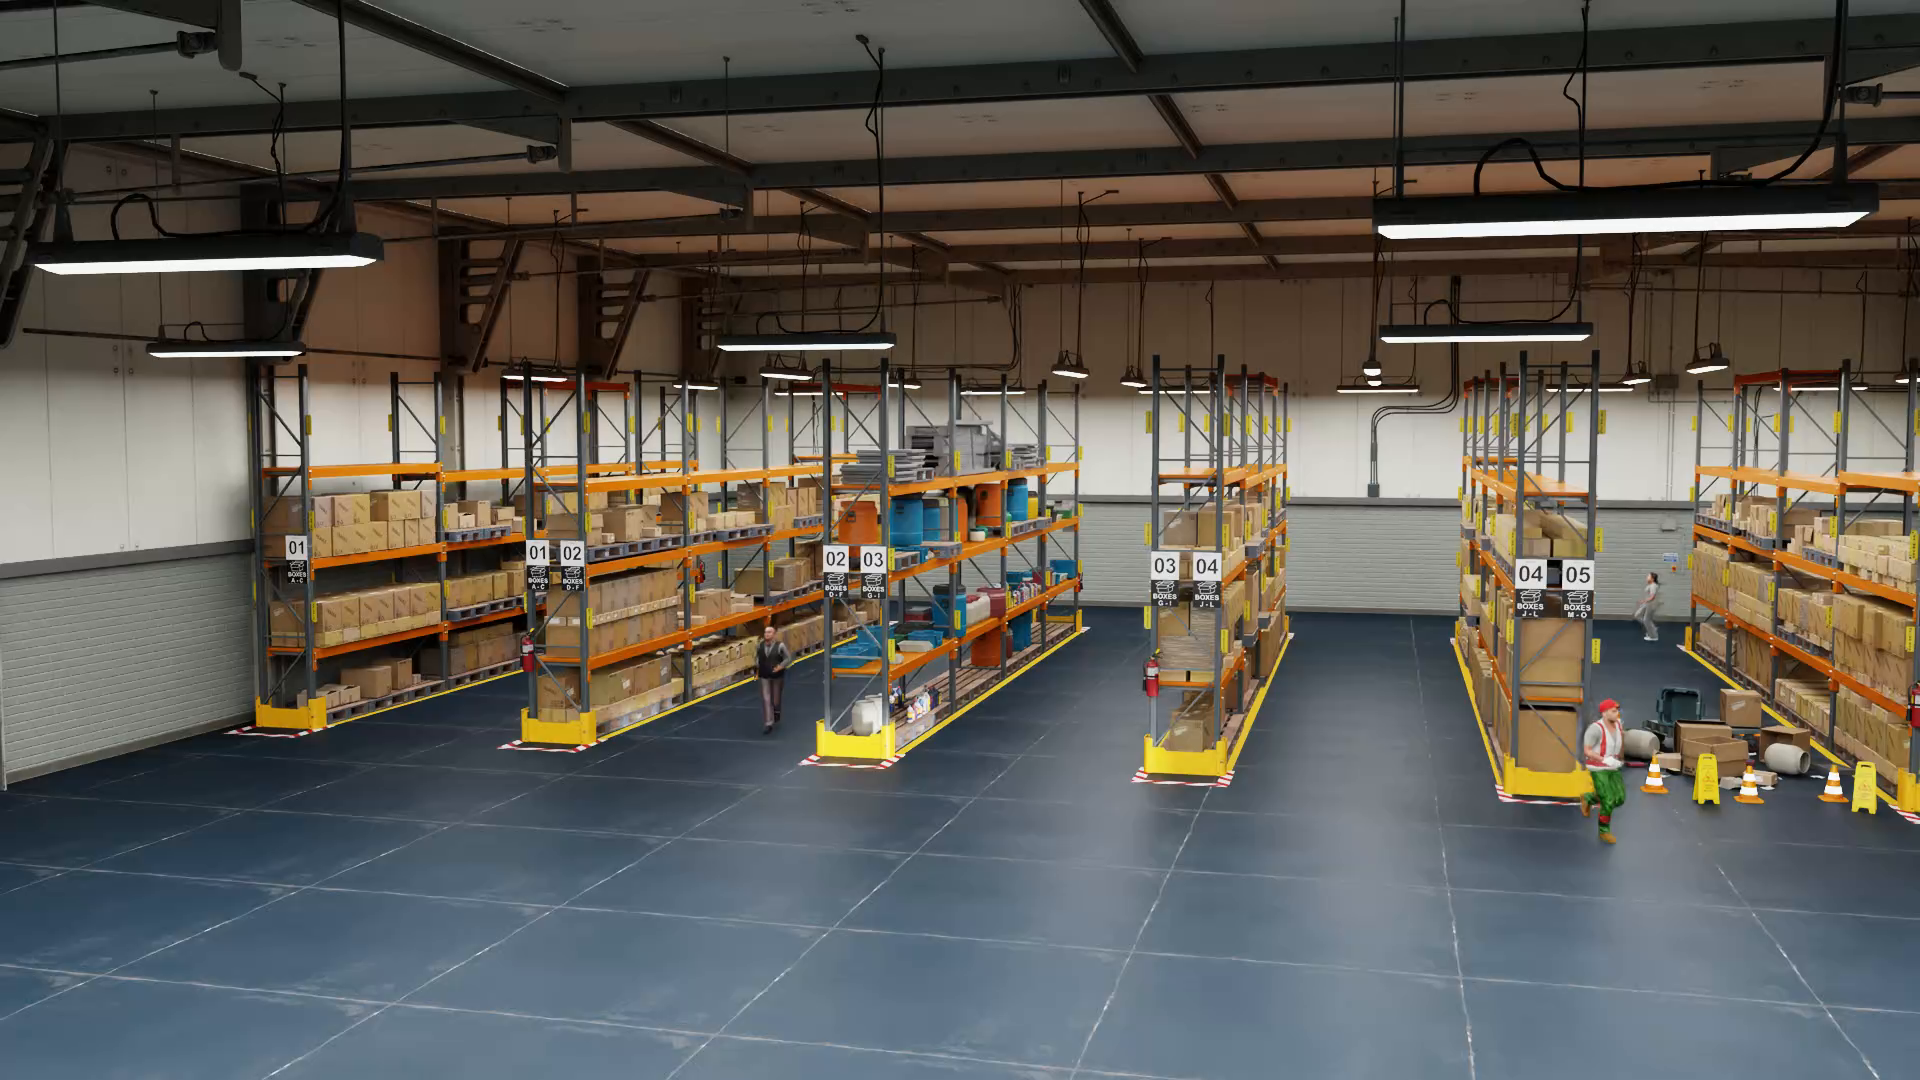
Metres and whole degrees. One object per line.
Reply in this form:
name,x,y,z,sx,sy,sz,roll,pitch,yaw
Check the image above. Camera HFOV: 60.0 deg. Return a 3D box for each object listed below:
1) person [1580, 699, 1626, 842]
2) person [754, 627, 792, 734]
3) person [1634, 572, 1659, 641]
person,7.781,2.768,20.088,0.703,1.734,0.703,-2,4,-28
person,-3.080,2.279,27.296,0.657,1.720,0.784,0,4,7
person,15.918,1.546,38.480,0.537,1.609,0.570,1,4,14
